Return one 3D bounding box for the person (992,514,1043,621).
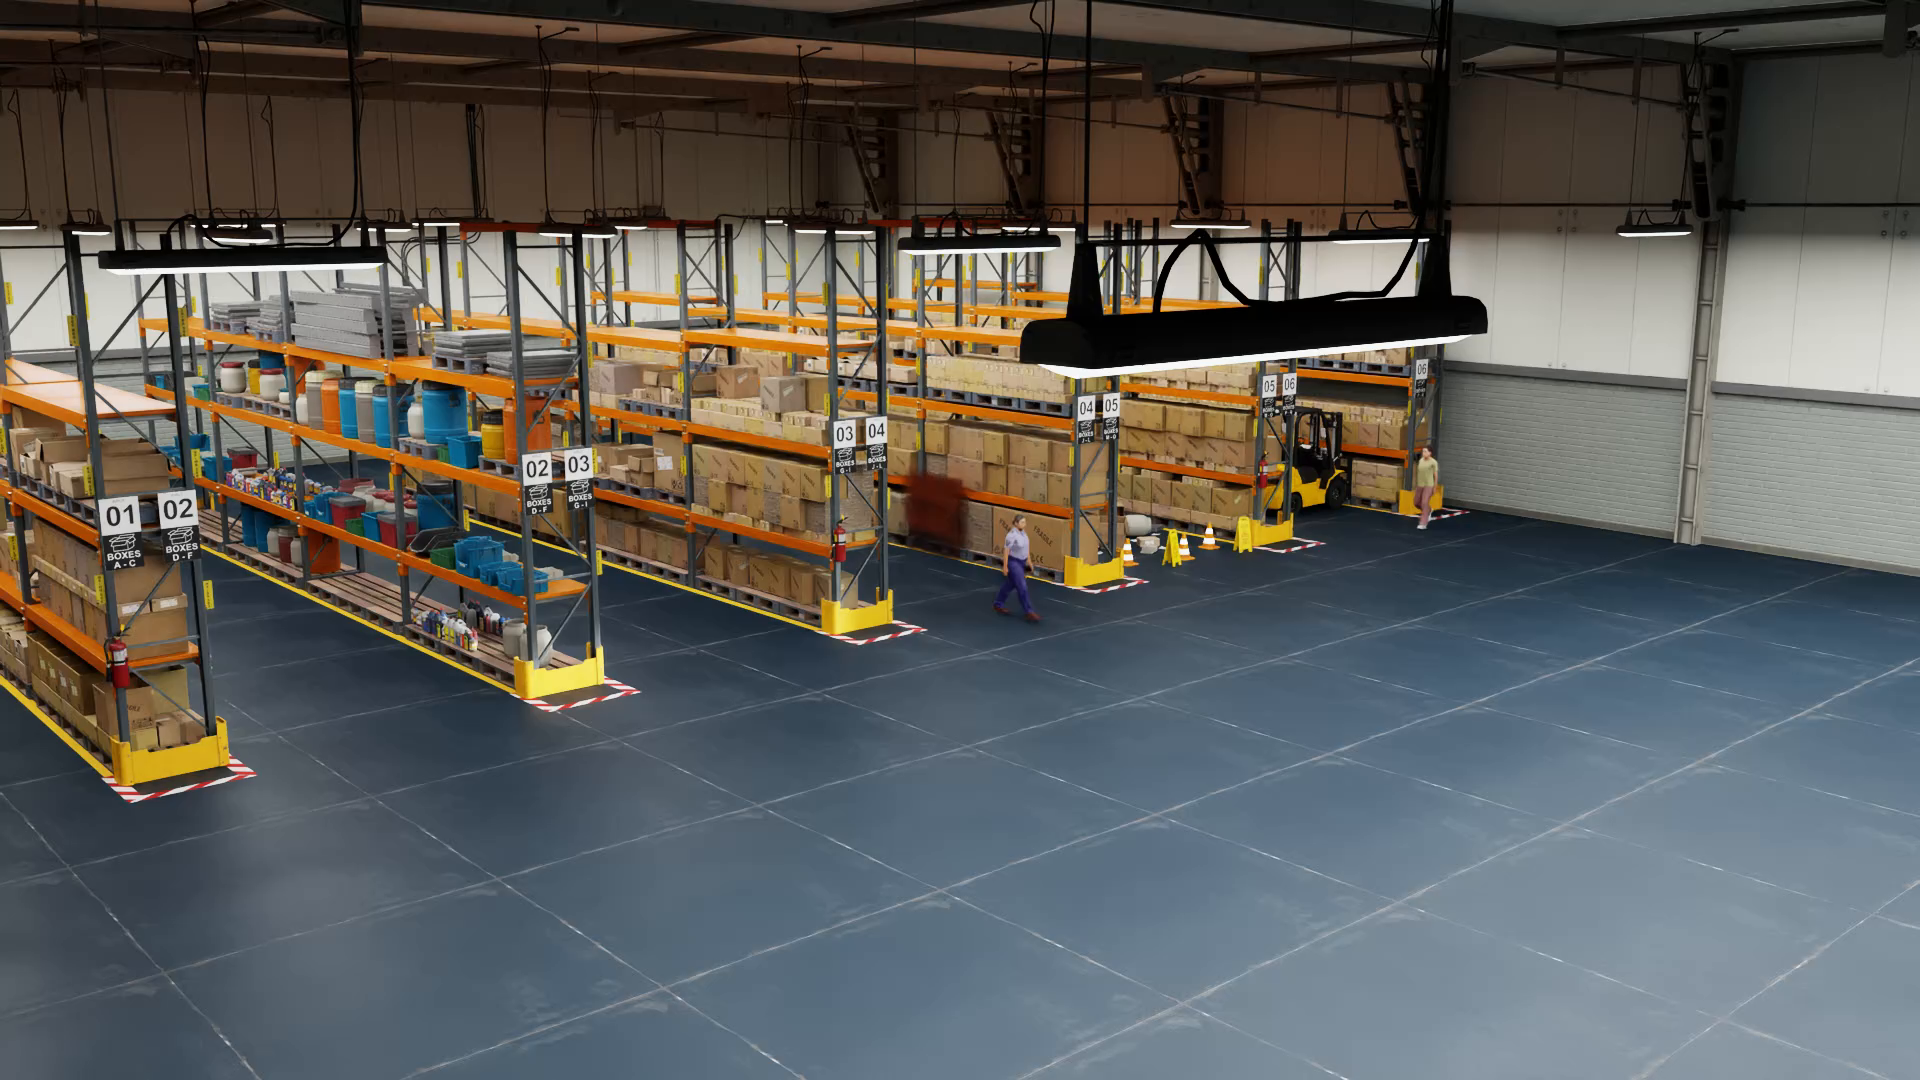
[{"bbox_3d":[0.915,0.392,25.768,0.956,1.596,0.517,5,12,22],"label":"person"}]

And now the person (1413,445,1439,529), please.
[{"bbox_3d":[9.257,-1.067,32.884,0.708,1.655,0.452,-10,15,-42],"label":"person"}]
